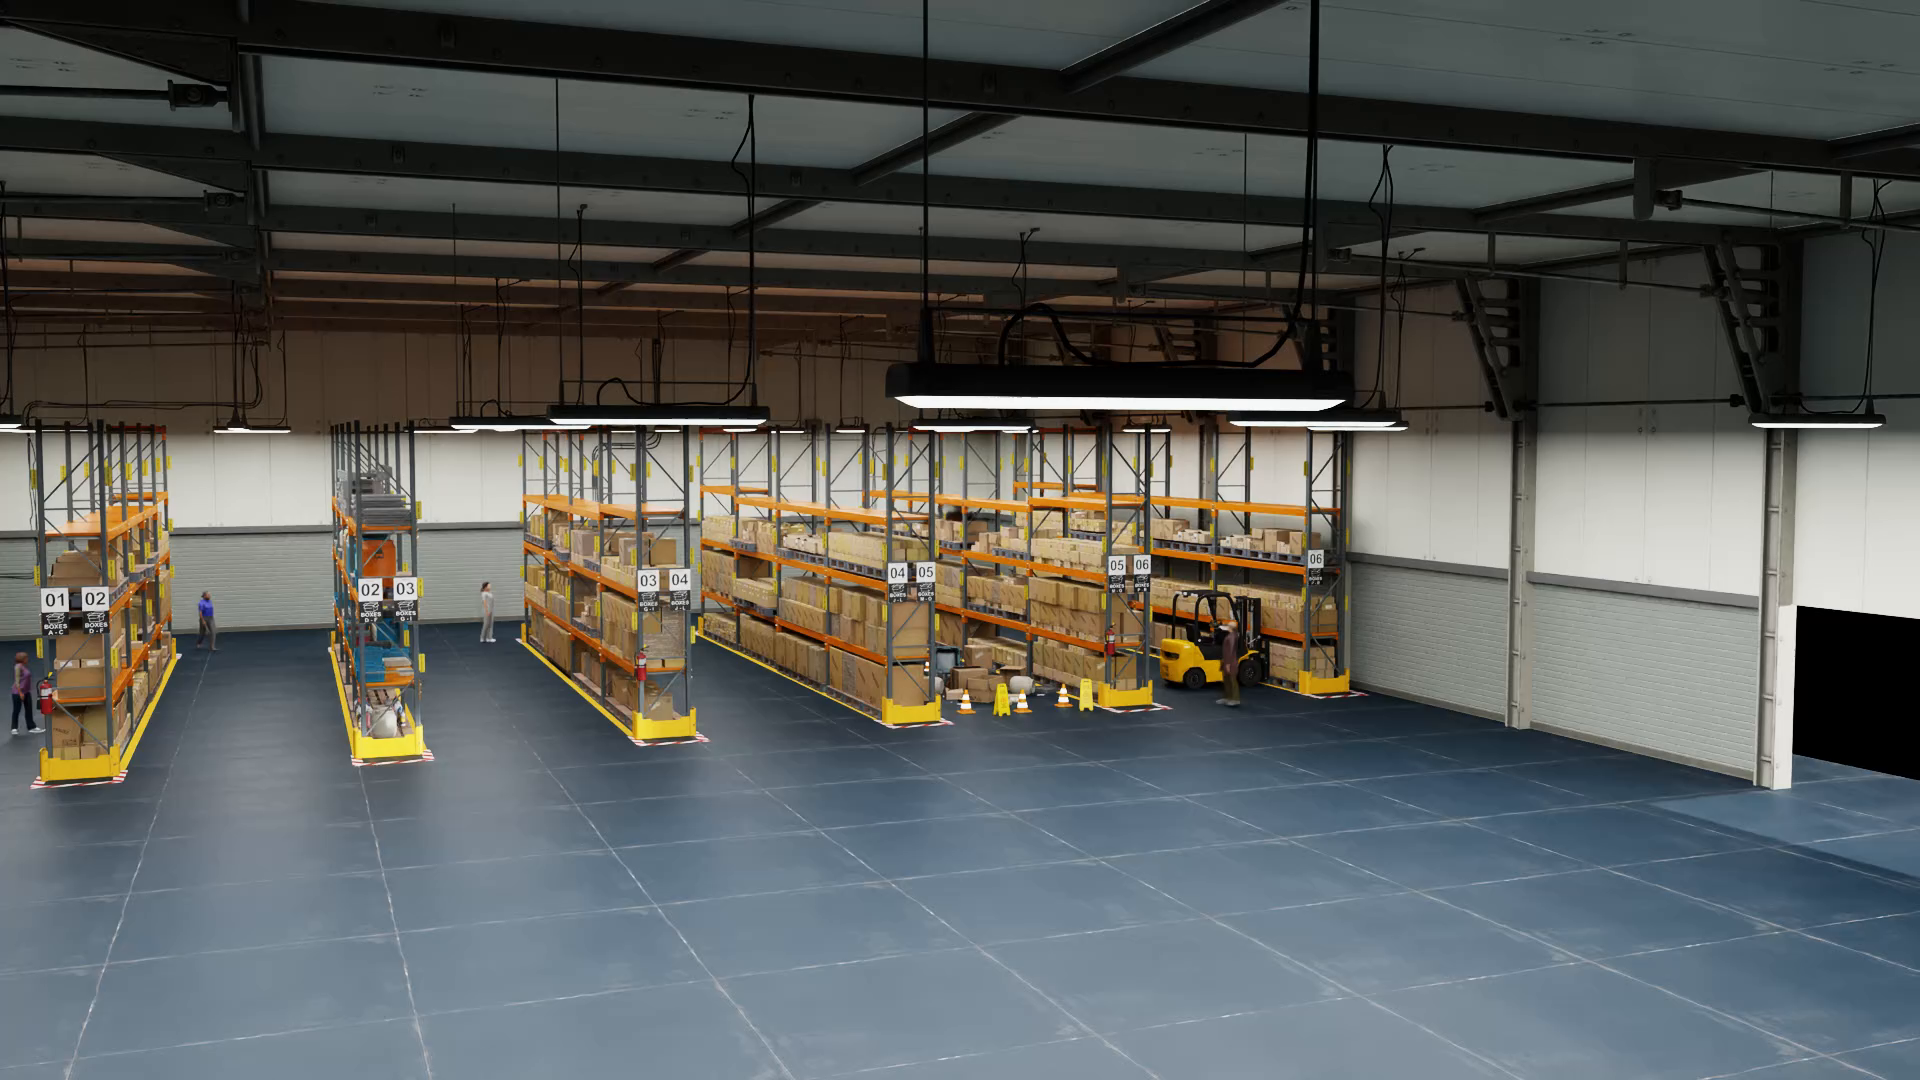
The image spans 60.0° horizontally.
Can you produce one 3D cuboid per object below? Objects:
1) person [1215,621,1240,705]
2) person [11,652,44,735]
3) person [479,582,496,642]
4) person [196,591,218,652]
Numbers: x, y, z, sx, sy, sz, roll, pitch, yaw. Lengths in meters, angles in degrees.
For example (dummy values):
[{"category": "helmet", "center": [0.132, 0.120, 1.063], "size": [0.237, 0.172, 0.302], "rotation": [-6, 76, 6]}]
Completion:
[{"category": "person", "center": [5.725, 2.617, 35.360], "size": [0.460, 1.791, 0.661], "rotation": [0, 4, -6]}, {"category": "person", "center": [-17.982, 2.937, 31.909], "size": [0.564, 1.582, 0.439], "rotation": [1, 4, 8]}, {"category": "person", "center": [-13.144, 1.999, 46.189], "size": [0.429, 1.666, 0.474], "rotation": [1, 4, 18]}, {"category": "person", "center": [-20.048, 2.150, 44.207], "size": [0.423, 1.608, 0.907], "rotation": [-3, 5, -43]}]
